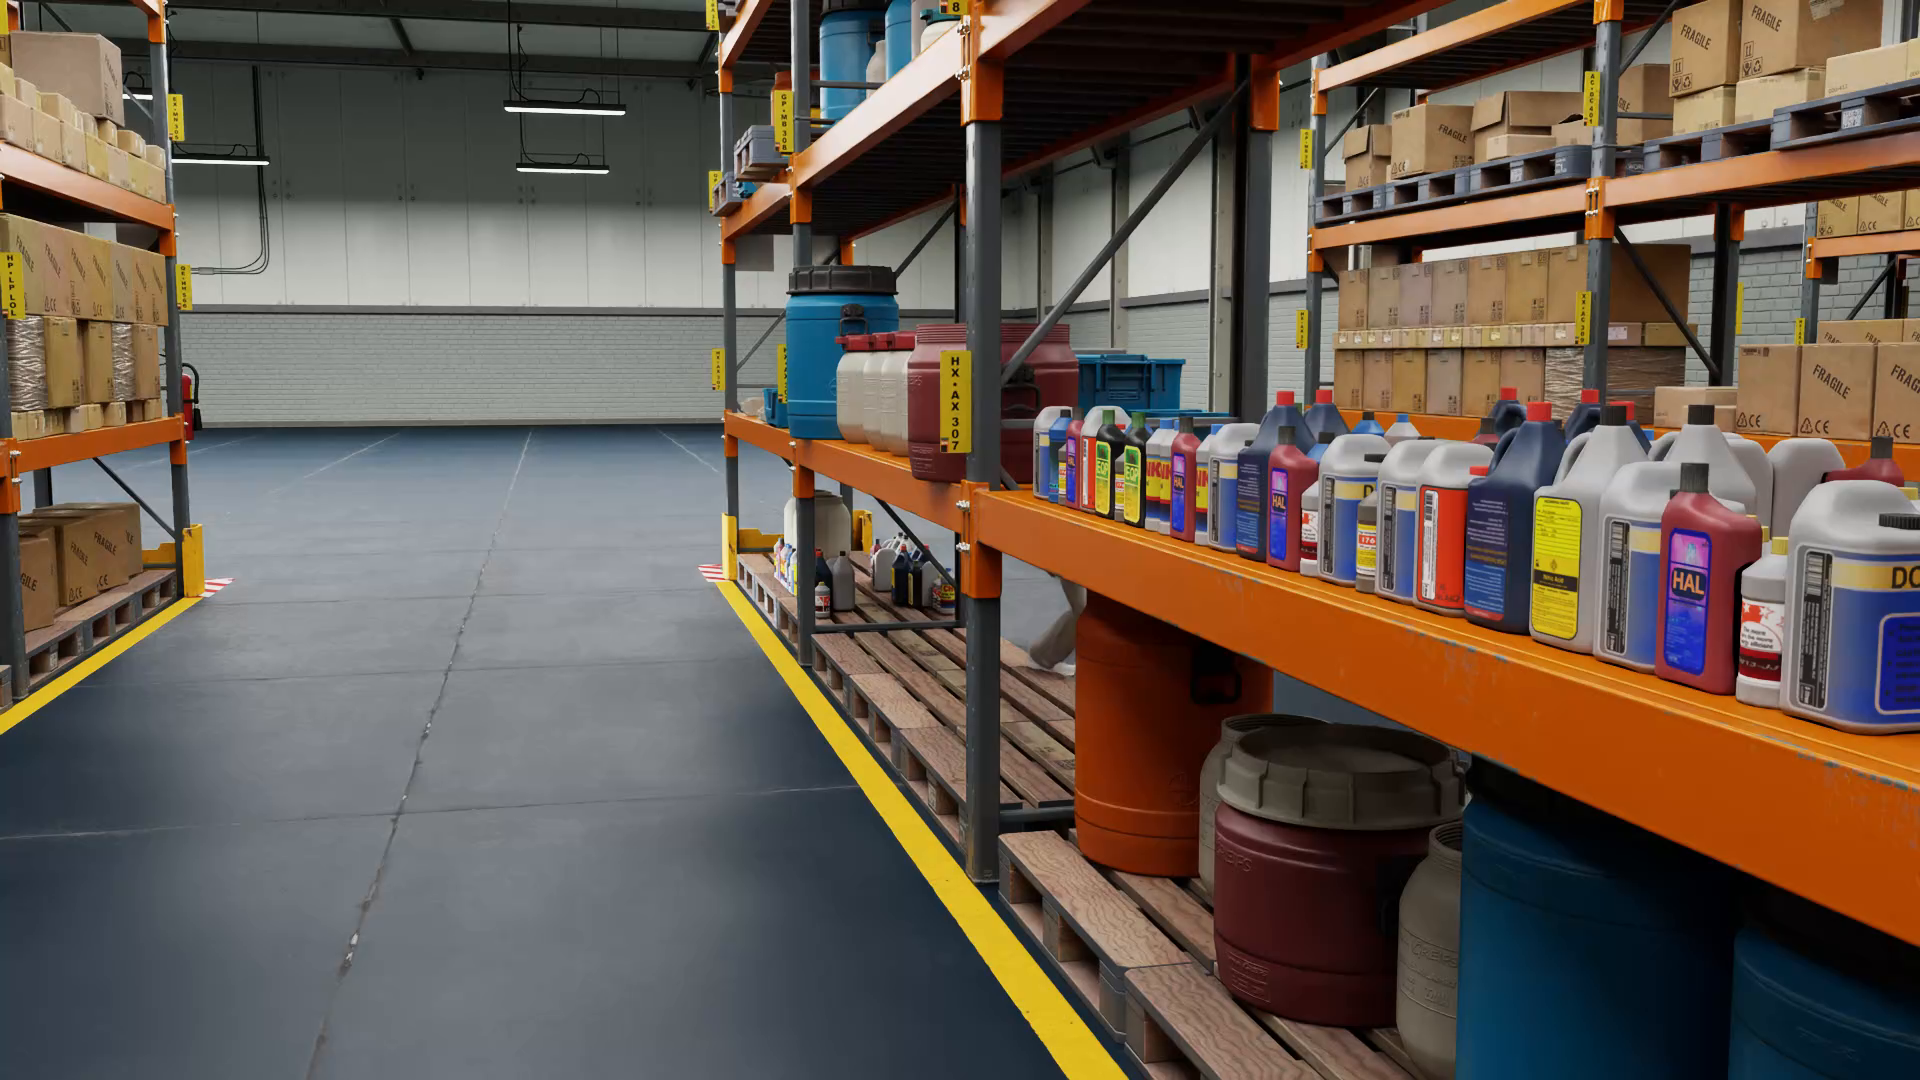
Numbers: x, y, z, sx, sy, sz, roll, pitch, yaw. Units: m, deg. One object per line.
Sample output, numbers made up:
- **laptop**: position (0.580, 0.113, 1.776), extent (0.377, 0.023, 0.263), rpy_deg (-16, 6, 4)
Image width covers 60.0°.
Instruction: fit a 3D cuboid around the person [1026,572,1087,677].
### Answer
- **person**: position (0.603, 0.024, 7.910), extent (0.455, 1.656, 0.667), rpy_deg (-3, 7, -29)
